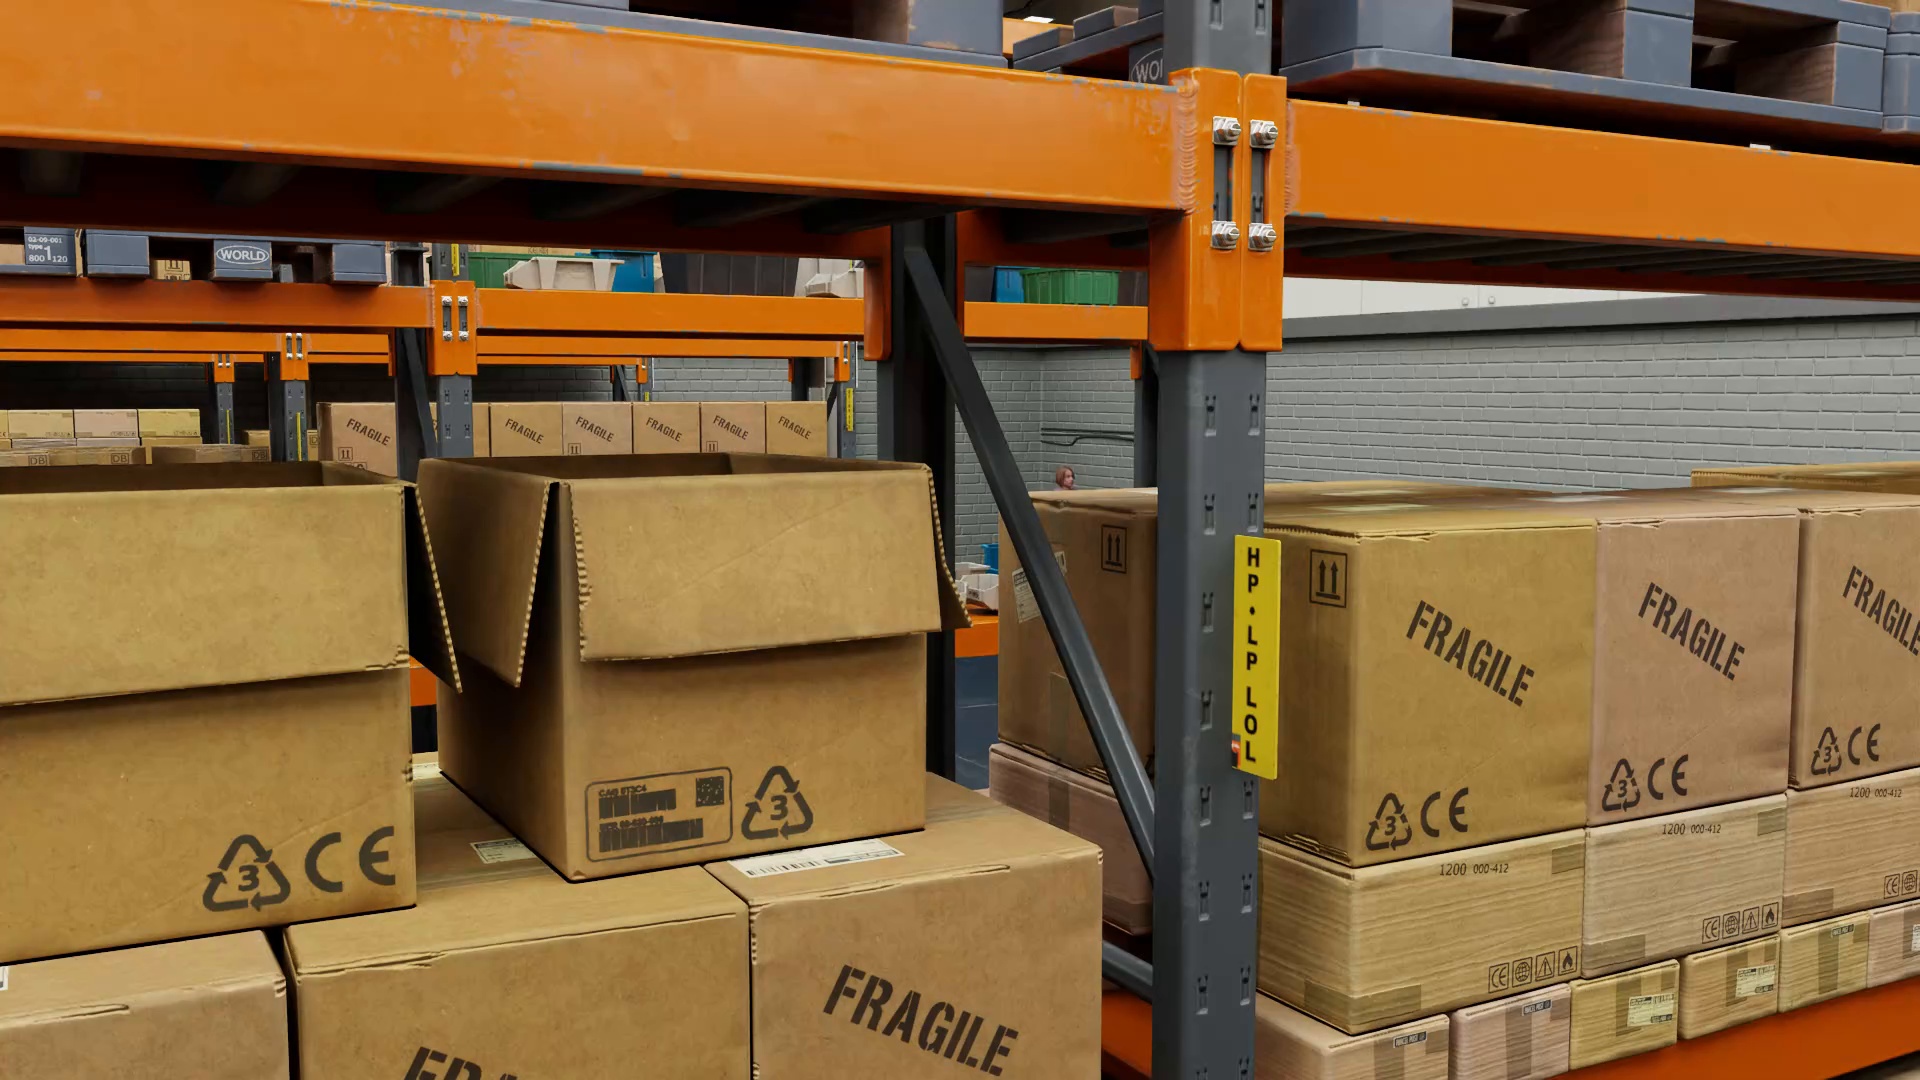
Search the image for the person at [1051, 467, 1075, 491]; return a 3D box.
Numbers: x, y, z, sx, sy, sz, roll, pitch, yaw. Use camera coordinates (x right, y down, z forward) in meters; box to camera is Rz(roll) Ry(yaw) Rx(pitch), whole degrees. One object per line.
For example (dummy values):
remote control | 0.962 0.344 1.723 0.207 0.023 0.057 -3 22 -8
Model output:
person | 1.148 0.037 17.264 0.406 1.588 0.492 -3 6 -28
